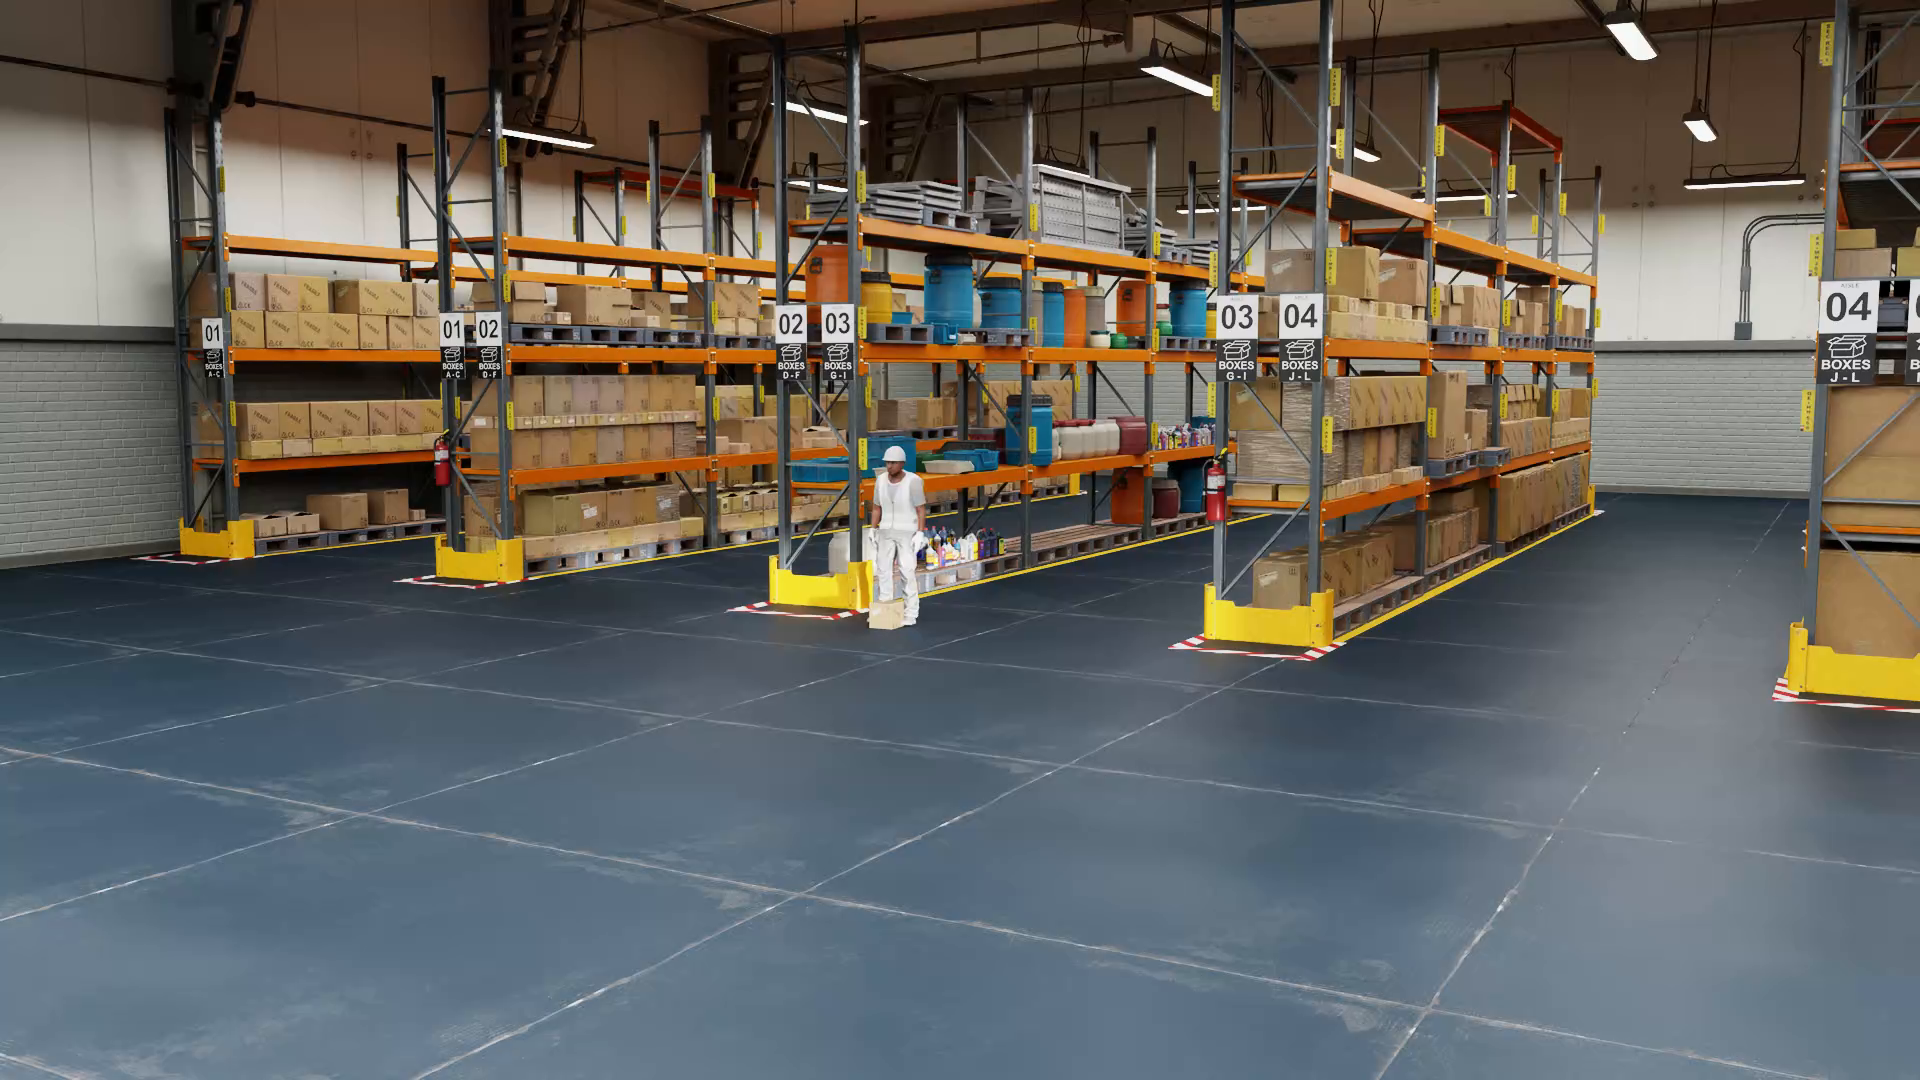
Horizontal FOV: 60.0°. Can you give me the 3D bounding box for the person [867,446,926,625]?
[{"bbox_3d":[-0.627,-0.046,16.478,0.619,1.774,0.446,3,7,29],"label":"person"}]
